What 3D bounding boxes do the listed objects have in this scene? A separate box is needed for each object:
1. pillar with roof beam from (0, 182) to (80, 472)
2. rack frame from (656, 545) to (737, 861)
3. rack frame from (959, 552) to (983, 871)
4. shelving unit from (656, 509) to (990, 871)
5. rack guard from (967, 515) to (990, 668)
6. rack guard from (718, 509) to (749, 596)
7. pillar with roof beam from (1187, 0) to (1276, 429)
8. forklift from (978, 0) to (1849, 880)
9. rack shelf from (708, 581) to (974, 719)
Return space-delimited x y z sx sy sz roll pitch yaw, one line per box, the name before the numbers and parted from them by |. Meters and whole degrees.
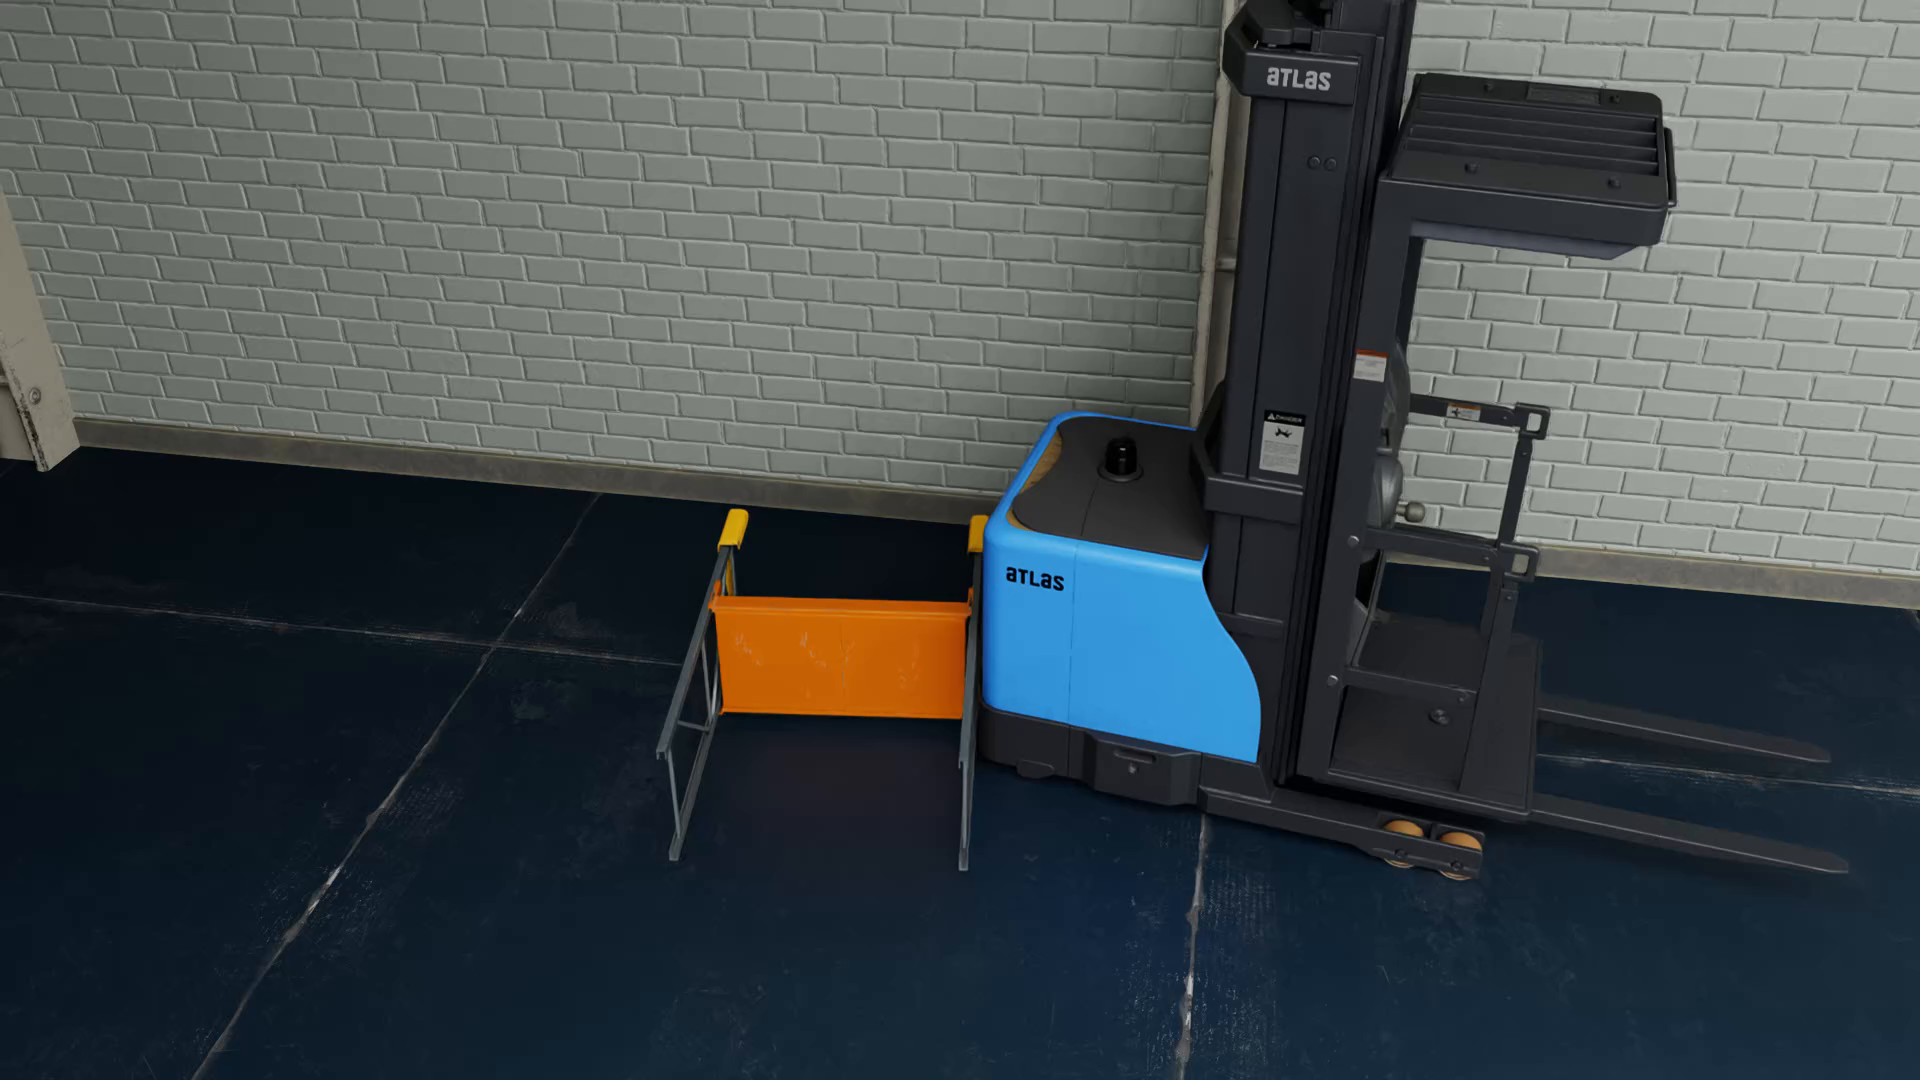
pillar with roof beam | -5.449 -2.002 2.467 0.400 9.000 9.100 5 32 8
rack frame | -0.967 0.519 6.344 0.032 0.500 1.500 2 32 2
rack frame | 0.048 0.545 6.301 0.032 0.500 1.500 2 32 2
shelving unit | -0.451 0.532 6.322 1.083 0.587 1.500 2 32 2
rack guard | 0.078 0.214 6.830 0.087 0.587 0.250 2 32 2
rack guard | -0.917 0.188 6.872 0.087 0.587 0.250 2 32 2
pillar with roof beam | 0.466 -1.466 1.611 0.400 9.000 9.100 5 32 8
forklift | 1.642 -0.367 5.573 3.031 2.935 1.130 10 33 16
rack shelf | -0.451 0.437 6.475 1.000 0.538 0.185 2 32 2
